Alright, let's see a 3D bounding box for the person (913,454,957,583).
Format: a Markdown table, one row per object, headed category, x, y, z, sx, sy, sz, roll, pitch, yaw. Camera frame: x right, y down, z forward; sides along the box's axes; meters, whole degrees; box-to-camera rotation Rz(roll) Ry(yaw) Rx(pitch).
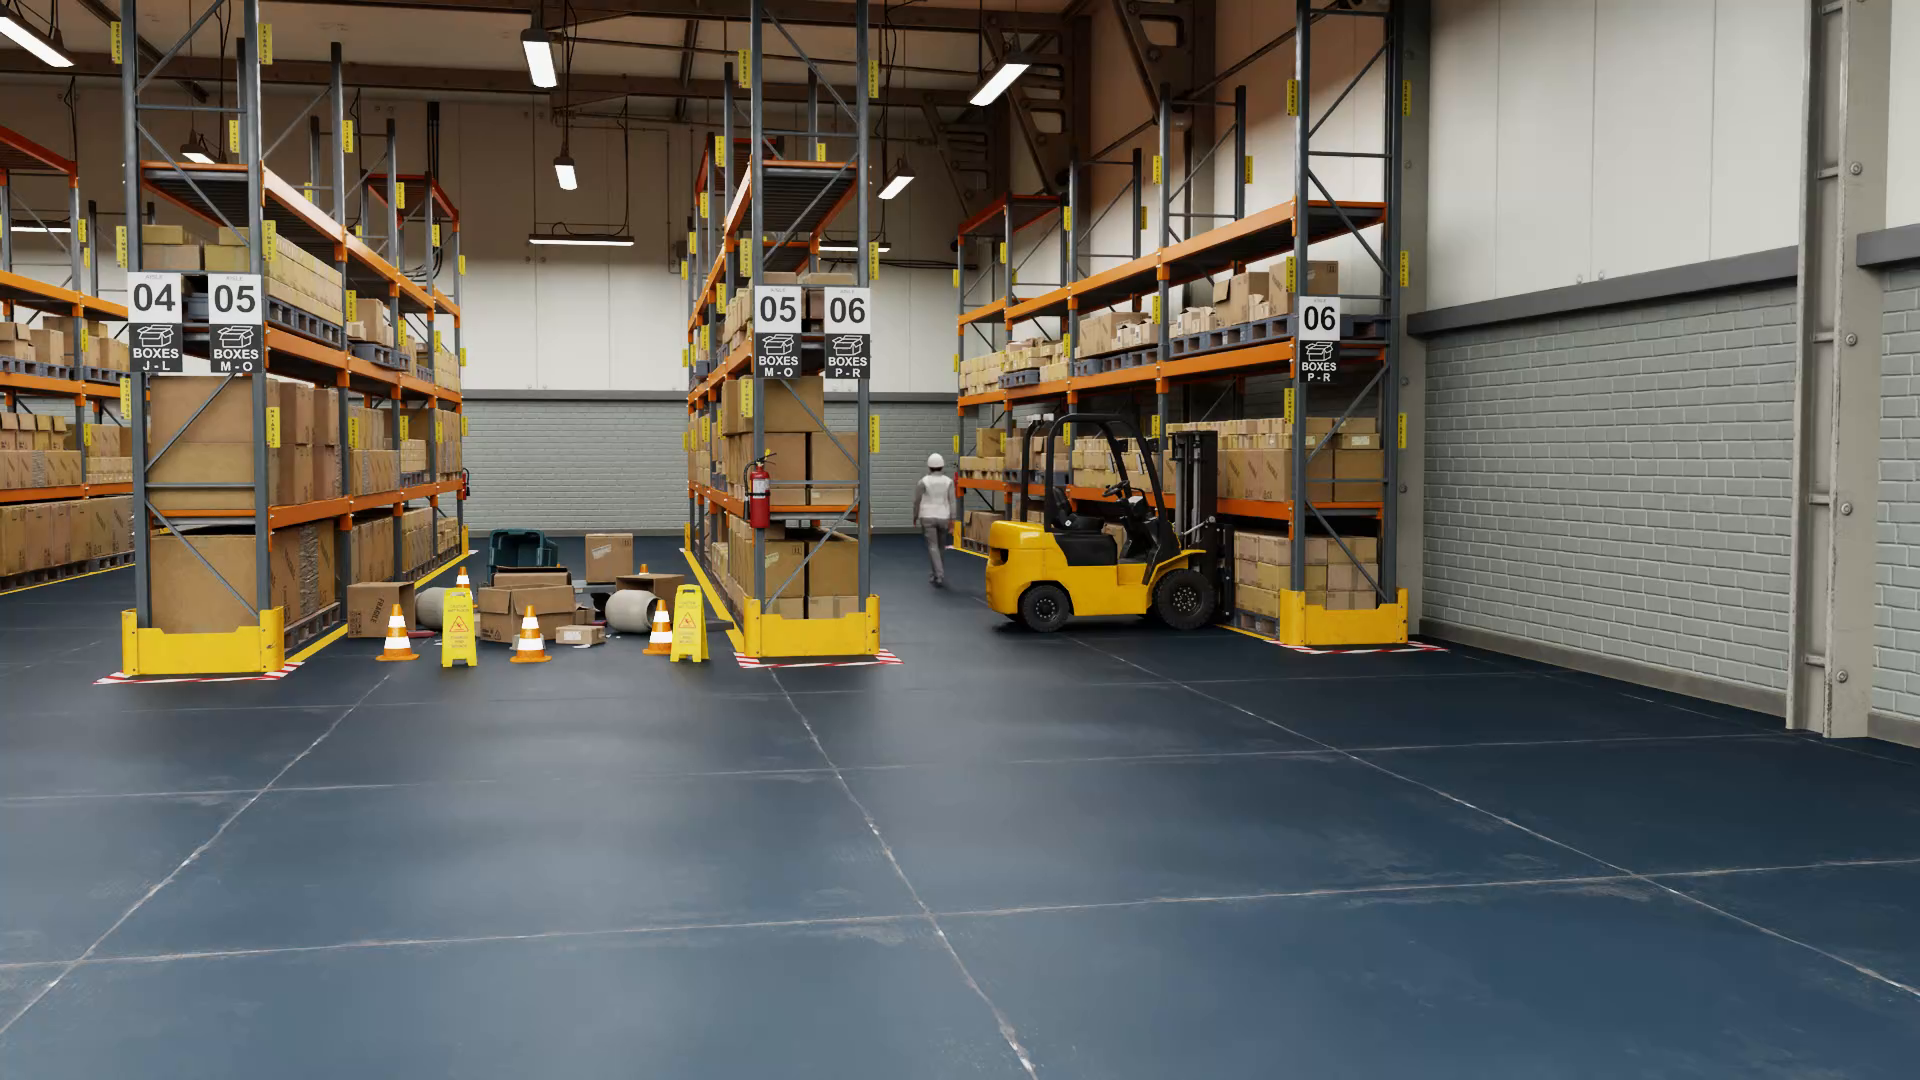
| category | x | y | z | sx | sy | sz | roll | pitch | yaw |
| --- | --- | --- | --- | --- | --- | --- | --- | --- | --- |
| person | -0.370 | -0.302 | 22.332 | 0.549 | 1.716 | 1.018 | -1 | 3 | -18 |
